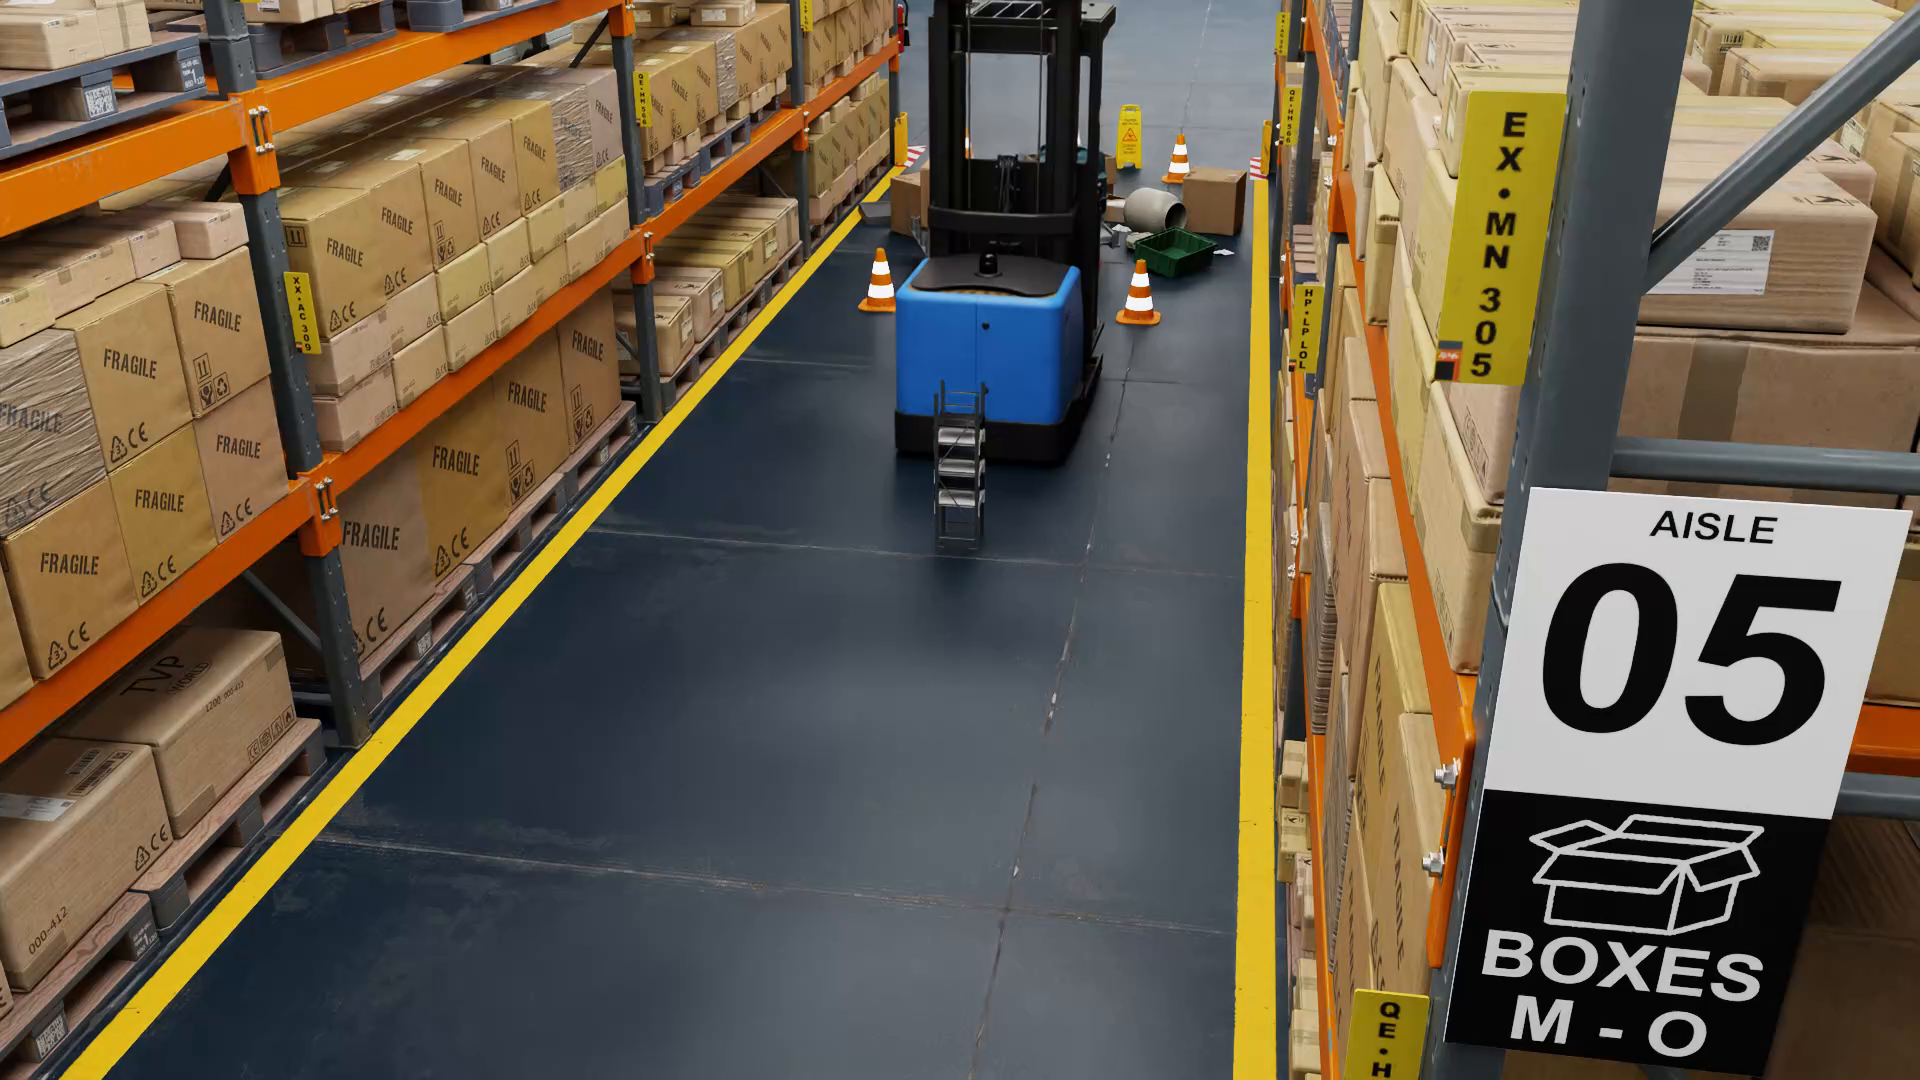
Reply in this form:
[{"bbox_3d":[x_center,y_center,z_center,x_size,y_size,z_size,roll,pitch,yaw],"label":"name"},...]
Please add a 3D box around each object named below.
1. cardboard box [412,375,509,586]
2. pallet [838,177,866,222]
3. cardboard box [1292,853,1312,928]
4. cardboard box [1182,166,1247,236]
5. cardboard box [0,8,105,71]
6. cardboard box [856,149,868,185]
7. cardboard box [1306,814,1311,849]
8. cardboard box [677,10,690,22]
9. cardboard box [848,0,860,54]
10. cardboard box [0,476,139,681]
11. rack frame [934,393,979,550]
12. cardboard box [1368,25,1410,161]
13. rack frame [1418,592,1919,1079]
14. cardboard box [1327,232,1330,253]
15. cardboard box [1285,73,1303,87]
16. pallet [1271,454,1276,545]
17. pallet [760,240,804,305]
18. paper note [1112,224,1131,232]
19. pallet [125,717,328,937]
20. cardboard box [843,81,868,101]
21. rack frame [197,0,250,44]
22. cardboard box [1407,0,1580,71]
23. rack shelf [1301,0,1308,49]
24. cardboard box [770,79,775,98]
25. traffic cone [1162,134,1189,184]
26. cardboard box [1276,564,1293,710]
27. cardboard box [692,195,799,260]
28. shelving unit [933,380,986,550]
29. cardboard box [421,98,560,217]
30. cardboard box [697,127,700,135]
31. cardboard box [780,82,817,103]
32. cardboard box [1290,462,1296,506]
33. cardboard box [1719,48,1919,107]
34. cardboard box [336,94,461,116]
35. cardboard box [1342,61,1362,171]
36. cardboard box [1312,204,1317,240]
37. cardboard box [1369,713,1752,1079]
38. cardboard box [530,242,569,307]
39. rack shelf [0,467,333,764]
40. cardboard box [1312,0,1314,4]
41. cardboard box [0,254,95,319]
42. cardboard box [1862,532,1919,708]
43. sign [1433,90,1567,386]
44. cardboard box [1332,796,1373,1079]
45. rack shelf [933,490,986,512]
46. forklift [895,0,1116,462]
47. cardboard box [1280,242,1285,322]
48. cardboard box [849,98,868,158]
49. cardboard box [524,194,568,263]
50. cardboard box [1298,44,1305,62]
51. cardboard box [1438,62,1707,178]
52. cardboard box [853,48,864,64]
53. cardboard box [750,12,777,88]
[{"bbox_3d":[-2.950,-0.365,8.502,0.875,0.875,0.875,5,26,10],"label":"cardboard box"},{"bbox_3d":[-1.533,-3.372,16.204,1.003,0.211,1.213,4,25,9],"label":"pallet"},{"bbox_3d":[1.379,1.257,5.894,0.380,0.149,0.250,4,25,8],"label":"cardboard box"},{"bbox_3d":[2.337,-3.128,15.340,0.500,0.500,0.500,8,26,18],"label":"cardboard box"},{"bbox_3d":[-2.944,-1.574,5.219,0.380,0.149,0.250,5,25,10],"label":"cardboard box"},{"bbox_3d":[-1.190,-3.665,16.290,0.500,0.250,0.500,3,25,7],"label":"cardboard box"},{"bbox_3d":[1.460,1.015,6.060,0.380,0.149,0.250,4,25,9],"label":"cardboard box"},{"bbox_3d":[-2.245,-3.824,12.917,0.500,0.500,0.500,4,25,9],"label":"cardboard box"},{"bbox_3d":[-1.241,-4.817,15.535,0.500,0.500,0.500,4,25,9],"label":"cardboard box"},{"bbox_3d":[-3.082,0.100,5.381,0.500,0.500,0.500,4,25,8],"label":"cardboard box"},{"bbox_3d":[-0.018,-0.362,8.961,0.240,0.900,0.006,4,25,9],"label":"rack frame"},{"bbox_3d":[1.291,-1.108,4.127,0.500,0.250,0.500,4,25,9],"label":"cardboard box"},{"bbox_3d":[1.134,1.480,2.550,1.000,3.000,0.127,4,25,9],"label":"rack frame"},{"bbox_3d":[1.917,-1.378,7.755,0.380,0.149,0.250,4,25,8],"label":"cardboard box"},{"bbox_3d":[2.662,-3.171,12.369,0.500,0.500,0.500,4,25,9],"label":"cardboard box"},{"bbox_3d":[2.313,-0.276,9.591,1.003,0.211,1.213,4,25,9],"label":"pallet"},{"bbox_3d":[-1.930,-2.251,13.809,1.003,0.211,1.213,4,25,9],"label":"pallet"},{"bbox_3d":[1.512,-2.885,15.387,0.172,0.023,0.155,13,28,26],"label":"paper note"},{"bbox_3d":[-3.314,1.082,6.689,1.003,0.211,1.213,4,25,9],"label":"pallet"},{"bbox_3d":[-1.107,-4.364,16.134,0.380,0.149,0.250,5,26,11],"label":"cardboard box"},{"bbox_3d":[-3.112,-3.211,5.494,1.000,3.000,0.127,4,25,9],"label":"rack frame"},{"bbox_3d":[1.209,-1.129,3.702,0.380,0.149,0.250,3,25,7],"label":"cardboard box"},{"bbox_3d":[2.769,-3.735,11.001,1.077,0.370,4.000,4,25,9],"label":"rack shelf"},{"bbox_3d":[-1.677,-3.572,13.145,0.380,0.149,0.250,3,25,7],"label":"cardboard box"},{"bbox_3d":[2.261,-3.939,17.119,0.336,0.463,0.334,4,25,9],"label":"traffic cone"},{"bbox_3d":[1.660,0.422,7.263,0.500,0.500,0.500,4,25,8],"label":"cardboard box"},{"bbox_3d":[-1.888,-2.620,13.913,0.950,0.372,0.625,4,25,9],"label":"cardboard box"},{"bbox_3d":[-0.001,-0.404,9.052,0.258,0.900,0.210,4,25,9],"label":"shelving unit"},{"bbox_3d":[-2.448,-2.008,8.704,0.500,0.500,0.500,4,25,9],"label":"cardboard box"},{"bbox_3d":[-2.025,-2.813,11.522,0.380,0.149,0.250,6,26,12],"label":"cardboard box"},{"bbox_3d":[-1.437,-3.835,14.201,0.380,0.149,0.250,4,25,8],"label":"cardboard box"},{"bbox_3d":[1.757,-0.134,7.566,0.500,0.250,0.500,5,26,11],"label":"cardboard box"},{"bbox_3d":[1.566,-0.768,2.930,0.380,0.149,0.250,5,25,10],"label":"cardboard box"},{"bbox_3d":[-2.951,-2.052,8.798,0.500,0.500,0.500,5,25,10],"label":"cardboard box"},{"bbox_3d":[1.452,-1.308,5.145,0.500,0.250,0.500,5,26,11],"label":"cardboard box"},{"bbox_3d":[2.169,-1.769,9.292,0.380,0.149,0.250,4,25,8],"label":"cardboard box"},{"bbox_3d":[0.964,0.639,2.699,0.500,0.500,0.500,4,25,7],"label":"cardboard box"},{"bbox_3d":[-2.451,-1.445,8.975,0.500,0.250,0.500,4,25,8],"label":"cardboard box"},{"bbox_3d":[-3.439,0.669,5.132,1.077,0.370,4.000,4,25,9],"label":"rack shelf"},{"bbox_3d":[2.086,-3.049,8.570,0.500,0.500,0.500,4,25,9],"label":"cardboard box"},{"bbox_3d":[-3.073,-0.821,5.403,0.380,0.149,0.250,4,25,8],"label":"cardboard box"},{"bbox_3d":[1.460,0.019,2.309,0.500,0.250,0.500,5,26,10],"label":"cardboard box"},{"bbox_3d":[0.590,-0.326,1.826,0.100,0.325,0.005,4,25,9],"label":"sign"},{"bbox_3d":[1.043,0.879,3.364,0.500,0.500,0.500,4,25,8],"label":"cardboard box"},{"bbox_3d":[-0.001,-0.211,9.142,0.258,0.077,0.200,4,25,9],"label":"rack shelf"},{"bbox_3d":[0.393,-2.403,10.927,1.130,2.935,3.031,5,26,10],"label":"forklift"},{"bbox_3d":[2.921,-2.041,12.230,1.050,0.750,0.750,4,25,9],"label":"cardboard box"},{"bbox_3d":[-1.196,-4.015,16.152,0.500,0.500,0.500,3,25,7],"label":"cardboard box"},{"bbox_3d":[-2.431,-1.675,8.876,0.500,0.250,0.500,3,25,7],"label":"cardboard box"},{"bbox_3d":[3.144,-3.762,13.571,0.875,0.550,0.550,4,25,9],"label":"cardboard box"},{"bbox_3d":[1.013,-0.699,2.783,0.380,0.149,0.250,4,25,9],"label":"cardboard box"},{"bbox_3d":[-1.141,-4.688,16.023,0.380,0.149,0.250,4,25,8],"label":"cardboard box"},{"bbox_3d":[-1.733,-3.793,12.851,0.500,0.500,0.500,4,25,9],"label":"cardboard box"}]
